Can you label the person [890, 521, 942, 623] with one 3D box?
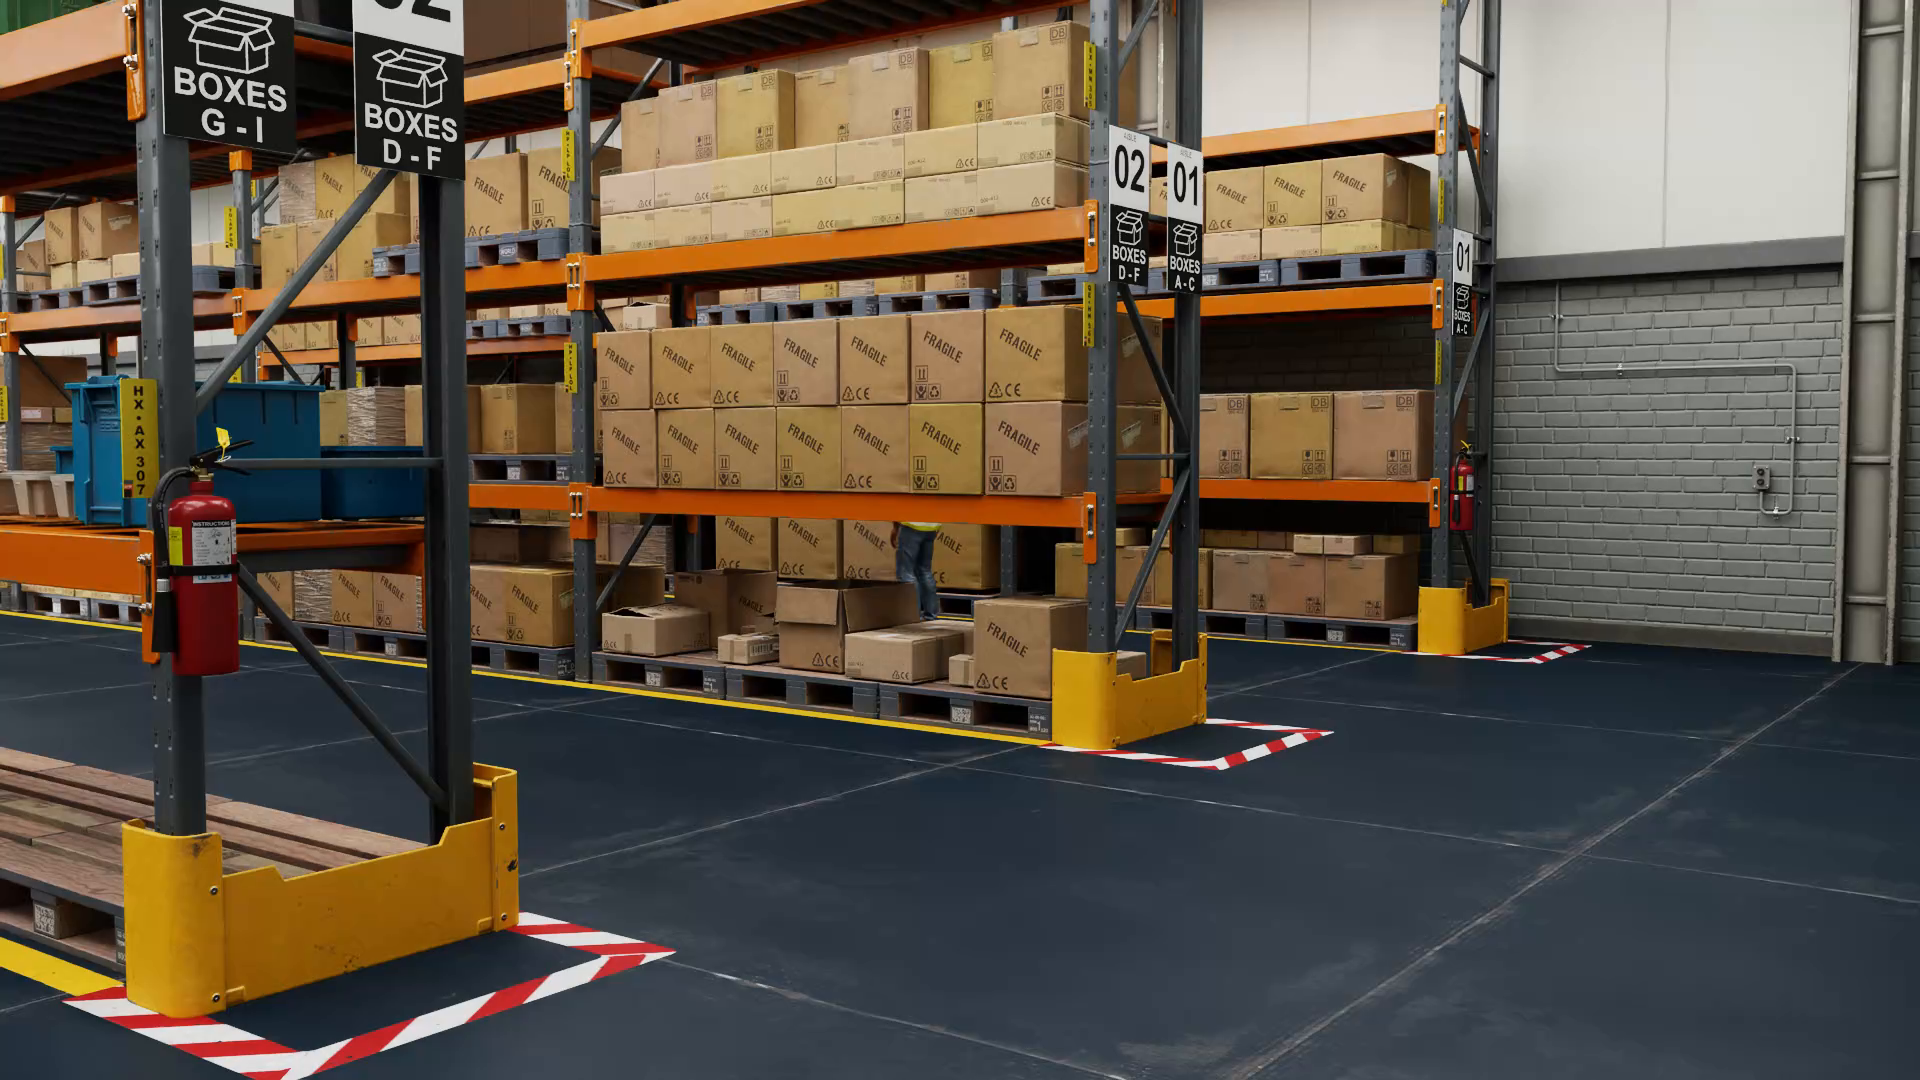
[{"bbox_3d":[-0.400,-0.113,14.312,0.463,1.759,0.626,2,4,34],"label":"person"}]
